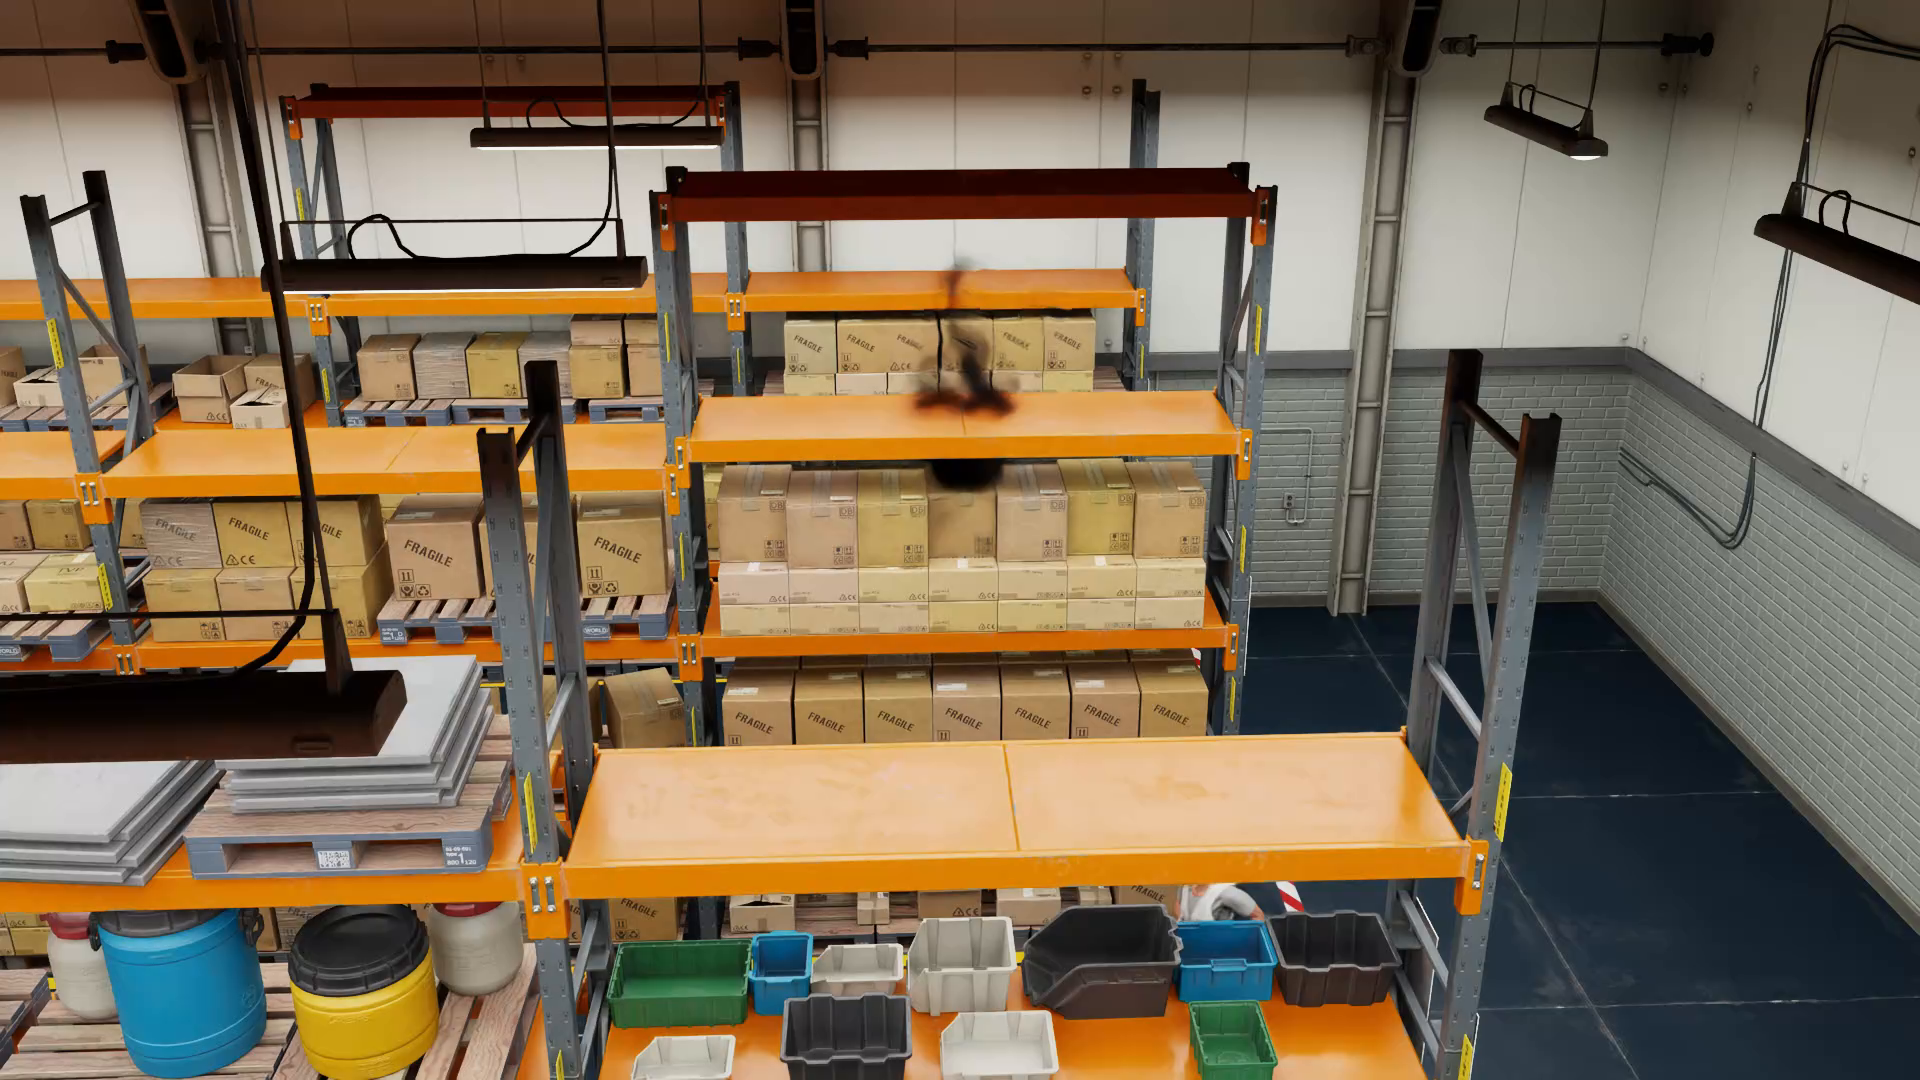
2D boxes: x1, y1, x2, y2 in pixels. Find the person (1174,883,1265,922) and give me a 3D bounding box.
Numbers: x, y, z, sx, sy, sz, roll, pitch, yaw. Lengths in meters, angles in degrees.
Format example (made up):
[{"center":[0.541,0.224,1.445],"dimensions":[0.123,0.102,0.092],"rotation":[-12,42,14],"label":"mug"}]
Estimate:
[{"center":[1.790,2.917,11.671],"dimensions":[0.810,1.825,0.684],"rotation":[-10,24,-24],"label":"person"}]
